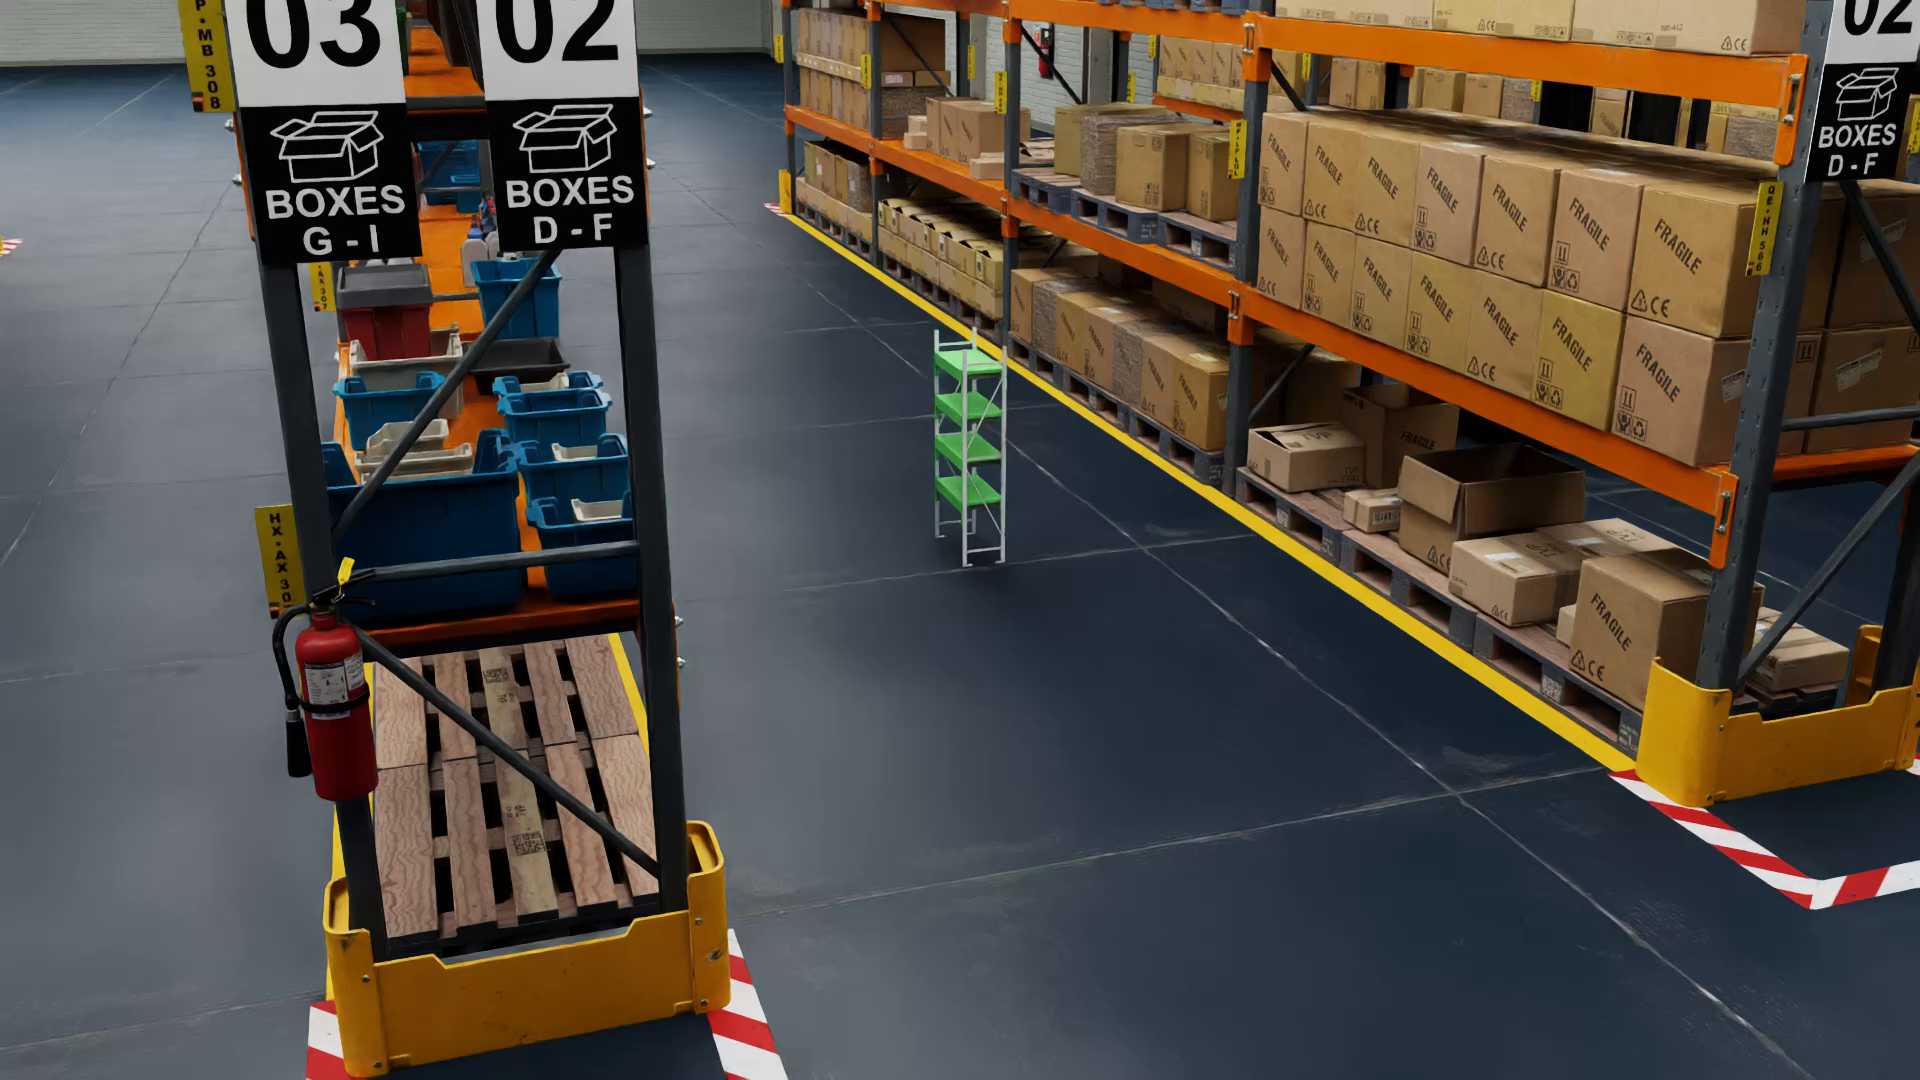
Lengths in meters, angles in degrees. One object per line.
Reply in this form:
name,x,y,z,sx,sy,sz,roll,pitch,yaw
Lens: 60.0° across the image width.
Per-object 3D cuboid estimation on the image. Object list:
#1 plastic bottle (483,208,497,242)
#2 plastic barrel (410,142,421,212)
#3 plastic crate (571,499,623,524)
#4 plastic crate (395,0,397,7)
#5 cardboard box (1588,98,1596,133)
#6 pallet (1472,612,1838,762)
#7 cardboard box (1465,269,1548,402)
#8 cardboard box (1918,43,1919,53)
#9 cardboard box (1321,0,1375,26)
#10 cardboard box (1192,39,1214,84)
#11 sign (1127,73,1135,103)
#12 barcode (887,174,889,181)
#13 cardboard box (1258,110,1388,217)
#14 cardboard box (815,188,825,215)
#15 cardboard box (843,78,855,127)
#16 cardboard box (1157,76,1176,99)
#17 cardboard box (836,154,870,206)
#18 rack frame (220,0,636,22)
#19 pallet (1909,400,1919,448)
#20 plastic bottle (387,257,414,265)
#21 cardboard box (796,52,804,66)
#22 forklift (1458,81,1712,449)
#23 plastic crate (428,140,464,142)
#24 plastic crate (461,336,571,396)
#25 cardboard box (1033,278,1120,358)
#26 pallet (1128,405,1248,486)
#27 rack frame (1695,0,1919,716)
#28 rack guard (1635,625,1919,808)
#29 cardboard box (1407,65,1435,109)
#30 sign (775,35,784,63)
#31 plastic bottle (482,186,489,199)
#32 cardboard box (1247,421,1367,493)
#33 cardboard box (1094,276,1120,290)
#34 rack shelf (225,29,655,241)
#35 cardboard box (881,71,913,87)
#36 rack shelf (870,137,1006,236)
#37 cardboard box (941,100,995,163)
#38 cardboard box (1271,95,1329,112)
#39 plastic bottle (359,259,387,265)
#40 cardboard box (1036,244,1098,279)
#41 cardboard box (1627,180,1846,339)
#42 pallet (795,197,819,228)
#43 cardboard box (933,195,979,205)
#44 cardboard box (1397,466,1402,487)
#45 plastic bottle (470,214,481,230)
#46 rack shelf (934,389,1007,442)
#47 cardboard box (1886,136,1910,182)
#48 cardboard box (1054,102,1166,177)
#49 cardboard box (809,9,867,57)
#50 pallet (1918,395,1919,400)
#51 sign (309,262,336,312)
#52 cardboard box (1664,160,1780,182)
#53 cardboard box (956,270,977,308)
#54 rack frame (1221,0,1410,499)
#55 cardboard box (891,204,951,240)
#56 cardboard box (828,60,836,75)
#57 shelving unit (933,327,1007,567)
plastic bottle,-2.857,-1.861,10.233,0.144,0.351,0.185,-6,21,-17
plastic barrel,-4.292,-2.674,12.222,0.600,0.536,0.708,-6,21,-17
plastic crate,-1.132,-0.056,5.436,0.250,0.136,0.298,-6,21,-17
plastic crate,-2.471,-2.132,6.670,0.497,0.269,0.590,-6,21,-17
cardboard box,5.456,-3.559,14.270,0.500,0.500,0.500,-6,21,-16
pallet,3.084,0.581,7.486,1.003,0.211,1.213,-6,21,-17
cardboard box,2.642,-0.940,7.447,0.500,0.500,0.500,-6,21,-17
cardboard box,3.439,-1.984,6.287,0.500,0.250,0.500,-6,21,-17
cardboard box,2.173,-2.732,8.371,0.500,0.250,0.500,-6,21,-17
cardboard box,3.199,-5.893,20.470,0.500,0.500,0.500,-7,21,-19
sign,1.357,-3.586,13.369,0.100,0.325,0.005,-6,21,-17
barcode,-0.728,-3.658,16.790,0.001,0.075,0.075,-6,21,-17
cardboard box,1.983,-2.071,9.118,0.500,0.500,0.500,-6,21,-16
cardboard box,-1.395,-3.973,19.486,0.500,0.250,0.500,-6,21,-17
cardboard box,-0.884,-4.821,18.252,0.700,0.500,0.500,-6,21,-16
cardboard box,2.884,-5.861,21.490,0.500,0.250,0.500,-7,21,-19
cardboard box,-1.073,-4.006,18.468,0.500,0.500,0.500,-6,21,-17
rack frame,-1.344,-2.749,3.758,1.000,3.000,0.127,-6,21,-17
pallet,6.968,-0.697,11.046,1.003,0.211,1.213,-6,21,-17
plastic bottle,-3.064,-1.462,9.122,0.144,0.351,0.185,-6,21,-17
cardboard box,-1.751,-5.789,19.989,0.380,0.149,0.250,-7,21,-18
forklift,4.774,-2.331,11.571,3.031,2.935,1.130,-11,23,-29
plastic crate,-4.076,-3.074,13.443,0.402,0.464,0.583,-6,21,-17
plastic crate,-1.995,-0.778,7.462,0.437,0.125,0.590,-6,21,-17
cardboard box,0.886,-1.705,12.773,0.500,0.500,0.500,-7,21,-19
pallet,1.810,-0.679,10.995,1.003,0.211,1.213,-6,21,-17
rack frame,3.359,-0.451,6.234,1.000,3.000,0.127,-6,21,-17
rack guard,3.335,0.701,6.725,1.175,0.500,0.348,-6,21,-17
cardboard box,4.822,-4.528,16.788,0.700,0.500,0.500,-4,20,-10
sign,-2.199,-5.973,20.211,0.100,0.325,0.005,-6,21,-17
plastic bottle,-3.327,-2.354,11.705,0.061,0.283,0.133,-6,21,-17
cardboard box,2.028,-0.518,9.749,0.500,0.311,0.500,-6,21,-17
cardboard box,1.361,-1.774,12.964,0.500,0.500,0.500,-6,20,-15
rack shelf,-1.973,-1.641,6.174,1.077,0.370,4.000,-6,21,-17
cardboard box,-0.701,-4.719,17.009,0.380,0.149,0.250,-6,21,-17
rack shelf,0.216,-3.321,15.290,1.077,0.370,4.000,-6,21,-17
cardboard box,0.136,-3.771,15.330,0.500,0.500,0.500,-6,21,-17
cardboard box,3.852,-4.888,18.780,0.500,0.250,0.500,-6,21,-17
plastic bottle,-3.259,-1.506,9.244,0.144,0.351,0.185,-6,21,-17
cardboard box,0.959,-2.385,14.236,0.500,0.311,0.500,-6,21,-15
cardboard box,2.958,-1.082,6.365,0.500,0.500,0.500,-7,21,-18
pallet,-1.390,-4.032,20.330,1.003,0.211,1.213,-6,21,-17
cardboard box,-0.013,-3.370,16.978,0.500,0.311,0.500,-6,21,-17
cardboard box,2.725,-0.333,9.473,0.380,0.149,0.250,-6,21,-17
plastic bottle,-3.046,-1.912,10.476,0.061,0.283,0.133,-6,21,-17
rack shelf,0.052,-0.677,9.006,0.258,0.148,0.480,-6,21,-17
cardboard box,6.419,-2.580,11.544,0.500,0.500,0.500,-7,21,-18
cardboard box,1.150,-3.073,12.765,0.700,0.500,0.500,-15,24,-35
cardboard box,-1.348,-5.907,19.357,0.700,0.500,0.500,-7,21,-19
pallet,6.489,-1.189,12.415,1.003,0.211,1.213,-6,21,-17
sign,-3.124,-1.282,8.138,0.100,0.325,0.005,-6,21,-17
cardboard box,3.298,-1.306,6.988,0.500,0.500,0.500,-6,21,-17
cardboard box,0.282,-2.230,14.633,0.500,0.250,0.500,-7,21,-18
rack frame,2.102,-1.735,9.808,1.000,3.000,0.127,-6,21,-17
cardboard box,-0.367,-3.149,16.363,0.500,0.311,0.500,-7,21,-18
cardboard box,-1.269,-5.296,18.615,0.380,0.149,0.250,-6,21,-17
shelving unit,0.052,-0.512,9.066,0.258,1.200,0.503,-6,21,-17
